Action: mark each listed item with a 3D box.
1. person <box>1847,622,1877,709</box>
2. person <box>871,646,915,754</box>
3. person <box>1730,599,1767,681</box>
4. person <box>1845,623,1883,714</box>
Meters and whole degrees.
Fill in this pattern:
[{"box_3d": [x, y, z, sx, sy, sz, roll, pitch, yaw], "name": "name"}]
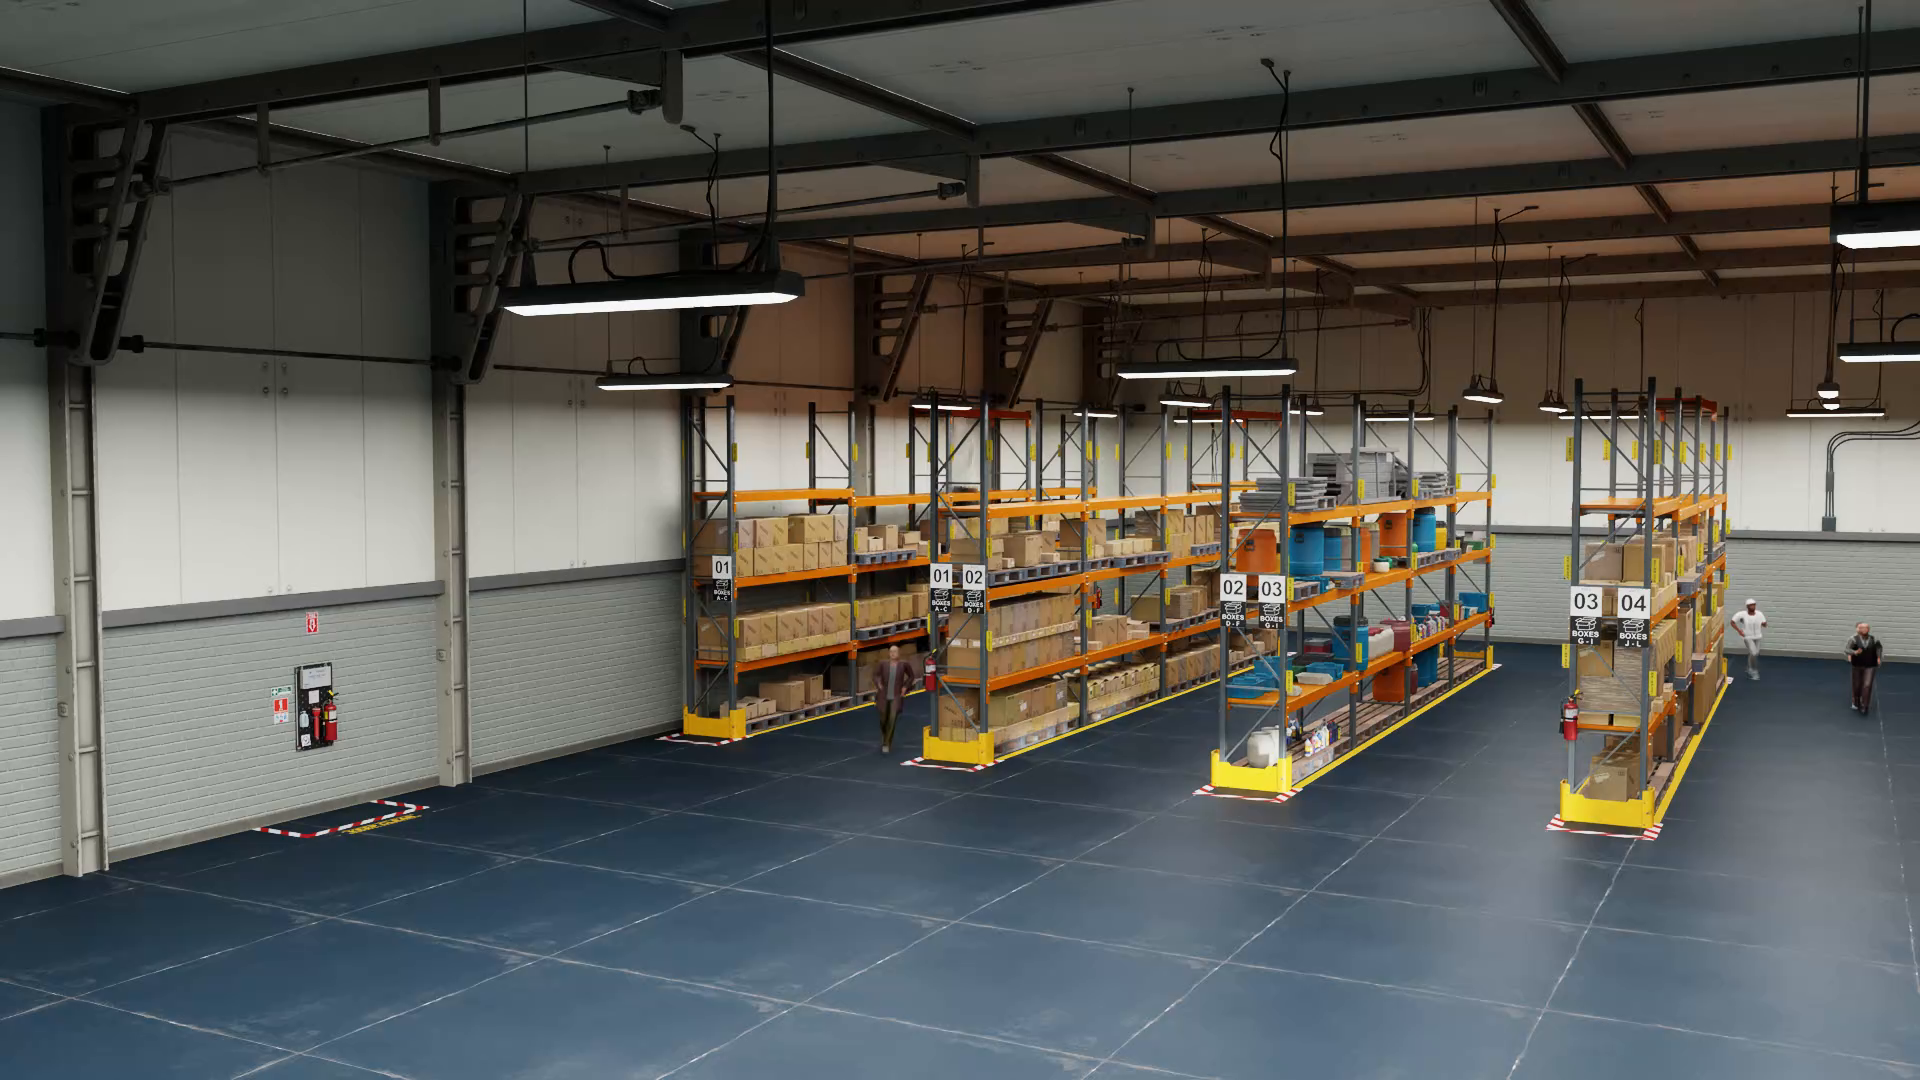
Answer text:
[{"box_3d": [17.730, 2.443, 32.690, 0.568, 1.687, 0.830, 2, 4, 35], "name": "person"}, {"box_3d": [-1.132, 2.657, 28.005, 0.717, 1.776, 0.911, 0, 3, 5], "name": "person"}, {"box_3d": [17.460, 2.205, 36.714, 0.695, 1.825, 0.738, 0, 3, -6], "name": "person"}, {"box_3d": [17.326, 2.438, 31.896, 0.657, 1.708, 0.956, 2, 3, 27], "name": "person"}]
